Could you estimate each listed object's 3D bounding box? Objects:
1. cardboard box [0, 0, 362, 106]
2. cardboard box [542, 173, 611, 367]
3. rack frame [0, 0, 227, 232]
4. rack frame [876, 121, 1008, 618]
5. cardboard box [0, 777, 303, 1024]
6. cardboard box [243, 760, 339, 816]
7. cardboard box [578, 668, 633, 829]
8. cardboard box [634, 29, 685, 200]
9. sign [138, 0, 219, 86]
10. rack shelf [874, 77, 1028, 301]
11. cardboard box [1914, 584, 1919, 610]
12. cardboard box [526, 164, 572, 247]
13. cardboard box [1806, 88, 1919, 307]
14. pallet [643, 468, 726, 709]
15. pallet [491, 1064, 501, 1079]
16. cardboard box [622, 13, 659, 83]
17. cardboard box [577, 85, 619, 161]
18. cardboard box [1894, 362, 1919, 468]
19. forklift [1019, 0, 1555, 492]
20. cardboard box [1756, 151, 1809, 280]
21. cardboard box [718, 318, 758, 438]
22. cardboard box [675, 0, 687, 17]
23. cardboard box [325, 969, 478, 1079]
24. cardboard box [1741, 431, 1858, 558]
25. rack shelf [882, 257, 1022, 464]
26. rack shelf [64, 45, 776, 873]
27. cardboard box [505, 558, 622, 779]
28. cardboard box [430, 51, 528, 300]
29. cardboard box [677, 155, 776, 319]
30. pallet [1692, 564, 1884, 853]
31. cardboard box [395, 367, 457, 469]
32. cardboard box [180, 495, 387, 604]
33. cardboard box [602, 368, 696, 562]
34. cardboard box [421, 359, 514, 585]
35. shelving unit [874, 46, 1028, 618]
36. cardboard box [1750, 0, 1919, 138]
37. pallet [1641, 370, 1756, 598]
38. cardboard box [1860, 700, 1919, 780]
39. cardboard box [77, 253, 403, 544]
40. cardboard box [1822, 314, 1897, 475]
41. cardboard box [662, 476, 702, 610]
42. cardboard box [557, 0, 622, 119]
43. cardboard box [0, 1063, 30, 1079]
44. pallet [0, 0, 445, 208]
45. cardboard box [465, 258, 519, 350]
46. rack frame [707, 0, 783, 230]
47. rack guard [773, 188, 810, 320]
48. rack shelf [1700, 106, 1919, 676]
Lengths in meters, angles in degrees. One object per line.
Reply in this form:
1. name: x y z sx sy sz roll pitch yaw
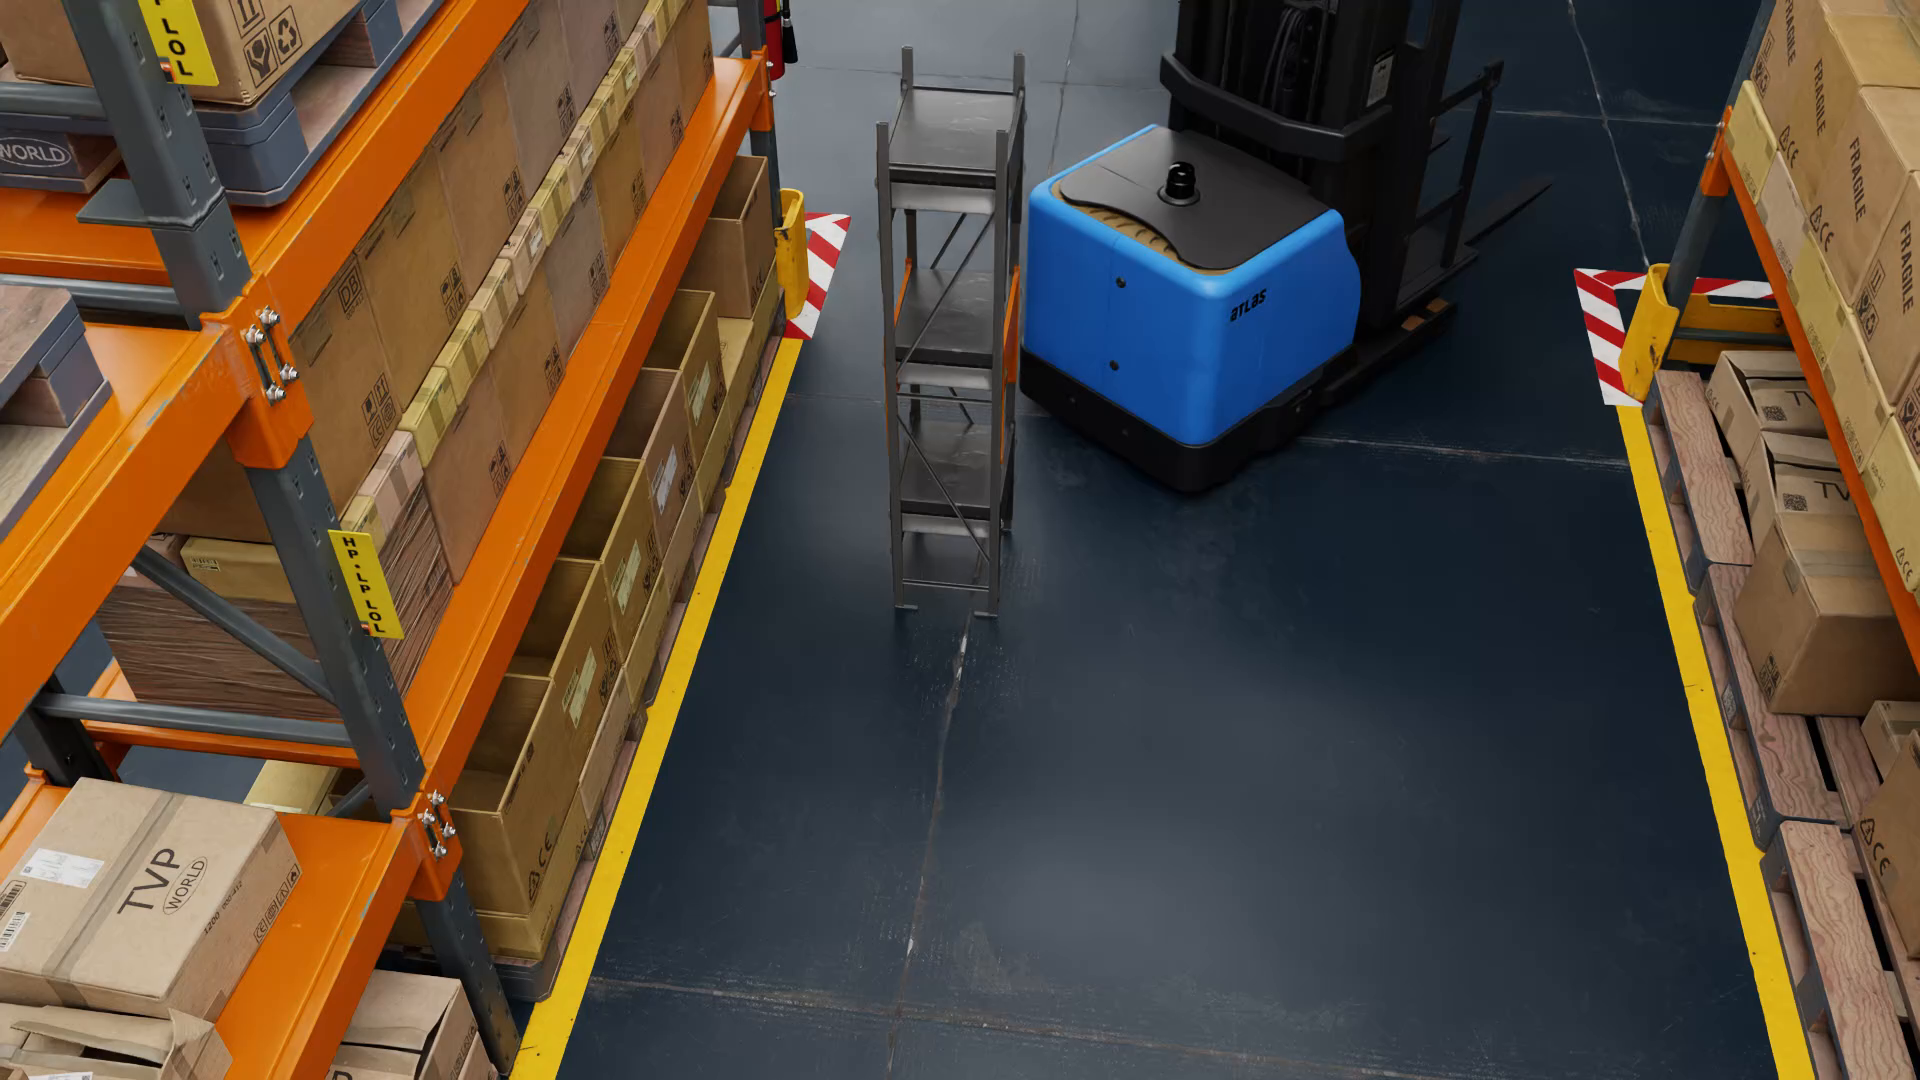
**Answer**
1. cardboard box: -1.525 -1.198 3.171 0.500 0.500 0.500 9 44 9
2. cardboard box: -1.600 -0.939 5.488 0.700 0.500 0.500 6 44 7
3. rack frame: -1.853 -1.728 2.030 1.000 3.000 0.127 5 44 6
4. rack frame: -0.054 -0.483 5.733 0.400 2.100 0.015 5 44 6
5. cardboard box: -1.875 0.845 3.785 0.500 0.250 0.500 8 44 8
6. cardboard box: -2.008 0.961 5.248 0.500 0.250 0.500 5 44 6
7. cardboard box: -1.420 0.668 5.558 0.500 0.250 0.500 5 44 6
8. cardboard box: -1.463 -1.636 6.224 0.700 0.500 0.500 6 44 7
9. sign: -1.314 -0.898 2.730 0.100 0.325 0.005 5 44 6
10. rack shelf: -0.022 -1.148 5.437 0.431 0.518 0.480 5 44 6
11. cardboard box: 2.894 0.256 4.392 0.500 0.250 0.500 5 44 6
12. cardboard box: -1.424 -1.043 5.125 0.380 0.149 0.250 5 44 5
13. cardboard box: 3.076 -1.067 5.245 0.500 0.500 0.500 4 44 4
14. pallet: -1.547 0.091 6.500 1.003 0.211 1.213 5 44 6
15. pallet: -1.912 1.969 4.517 1.003 0.211 1.213 5 44 6
16. cardboard box: -1.288 -1.746 5.867 0.380 0.149 0.250 6 44 6
17. cardboard box: -1.355 -1.387 5.489 0.380 0.149 0.250 6 44 7
18. cardboard box: 2.951 -0.360 4.498 0.500 0.500 0.500 4 44 4
19. forklift: 1.670 -2.162 6.902 3.031 2.935 1.130 -34 53 -30
20. cardboard box: 3.153 -1.122 5.847 0.500 0.250 0.500 4 44 4
21. cardboard box: -1.156 -0.695 6.997 0.500 0.250 0.500 5 44 6
22. cardboard box: -1.219 -2.091 6.232 0.380 0.149 0.250 6 44 7
23. cardboard box: -1.622 1.395 4.382 0.500 0.311 0.500 5 44 6
24. cardboard box: 3.331 -0.159 6.372 0.500 0.311 0.500 9 44 9
25. rack shelf: -0.022 -0.640 5.918 0.431 0.518 0.480 5 44 6
26. rack shelf: -1.588 -0.651 5.779 1.077 0.370 4.000 5 44 6
27. cardboard box: -1.423 0.395 5.300 0.500 0.500 0.500 5 44 6
28. cardboard box: -1.668 -1.045 4.656 0.700 0.500 0.500 5 44 5
29. cardboard box: -1.100 -1.309 7.100 0.500 0.500 0.500 5 44 6
30. pallet: 3.271 0.616 5.946 1.003 0.211 1.213 5 44 6
31. cardboard box: -1.560 -0.334 4.377 0.380 0.149 0.250 4 44 4
32. cardboard box: -1.625 0.013 4.010 0.380 0.149 0.250 5 44 5
33. cardboard box: -1.285 -0.286 6.019 0.500 0.500 0.500 5 44 6
34. cardboard box: -1.737 -0.249 4.758 0.700 0.500 0.500 5 44 5
35. shelving unit: -0.022 -0.650 5.909 0.431 2.100 0.503 5 44 6
36. cardboard box: 3.226 -1.755 5.971 0.500 0.500 0.500 5 44 6
37. pallet: 3.434 -0.213 6.821 1.003 0.211 1.213 5 44 6
38. cardboard box: 3.289 0.686 5.598 0.380 0.149 0.250 2 43 2
39. cardboard box: -1.800 -0.360 3.932 0.700 0.500 0.500 5 44 6
40. cardboard box: 3.011 -0.431 5.118 0.500 0.250 0.500 6 44 6
41. cardboard box: -1.288 -0.014 6.277 0.500 0.250 0.500 5 44 6
42. cardboard box: -1.535 -1.727 5.376 0.700 0.500 0.500 5 44 6
43. cardboard box: -2.040 1.295 3.128 0.500 0.500 0.500 8 44 9
44. pallet: -1.766 -1.190 3.708 1.003 0.211 1.213 5 44 6
45. cardboard box: -1.491 -0.683 4.745 0.380 0.149 0.250 4 44 4
46. rack frame: -1.324 -2.275 6.971 1.000 3.000 0.127 5 44 6
47. rack guard: -1.321 -1.384 7.848 1.175 0.500 0.348 5 44 6
48. rack shelf: 3.322 -0.203 5.306 1.077 0.370 4.000 5 44 6
